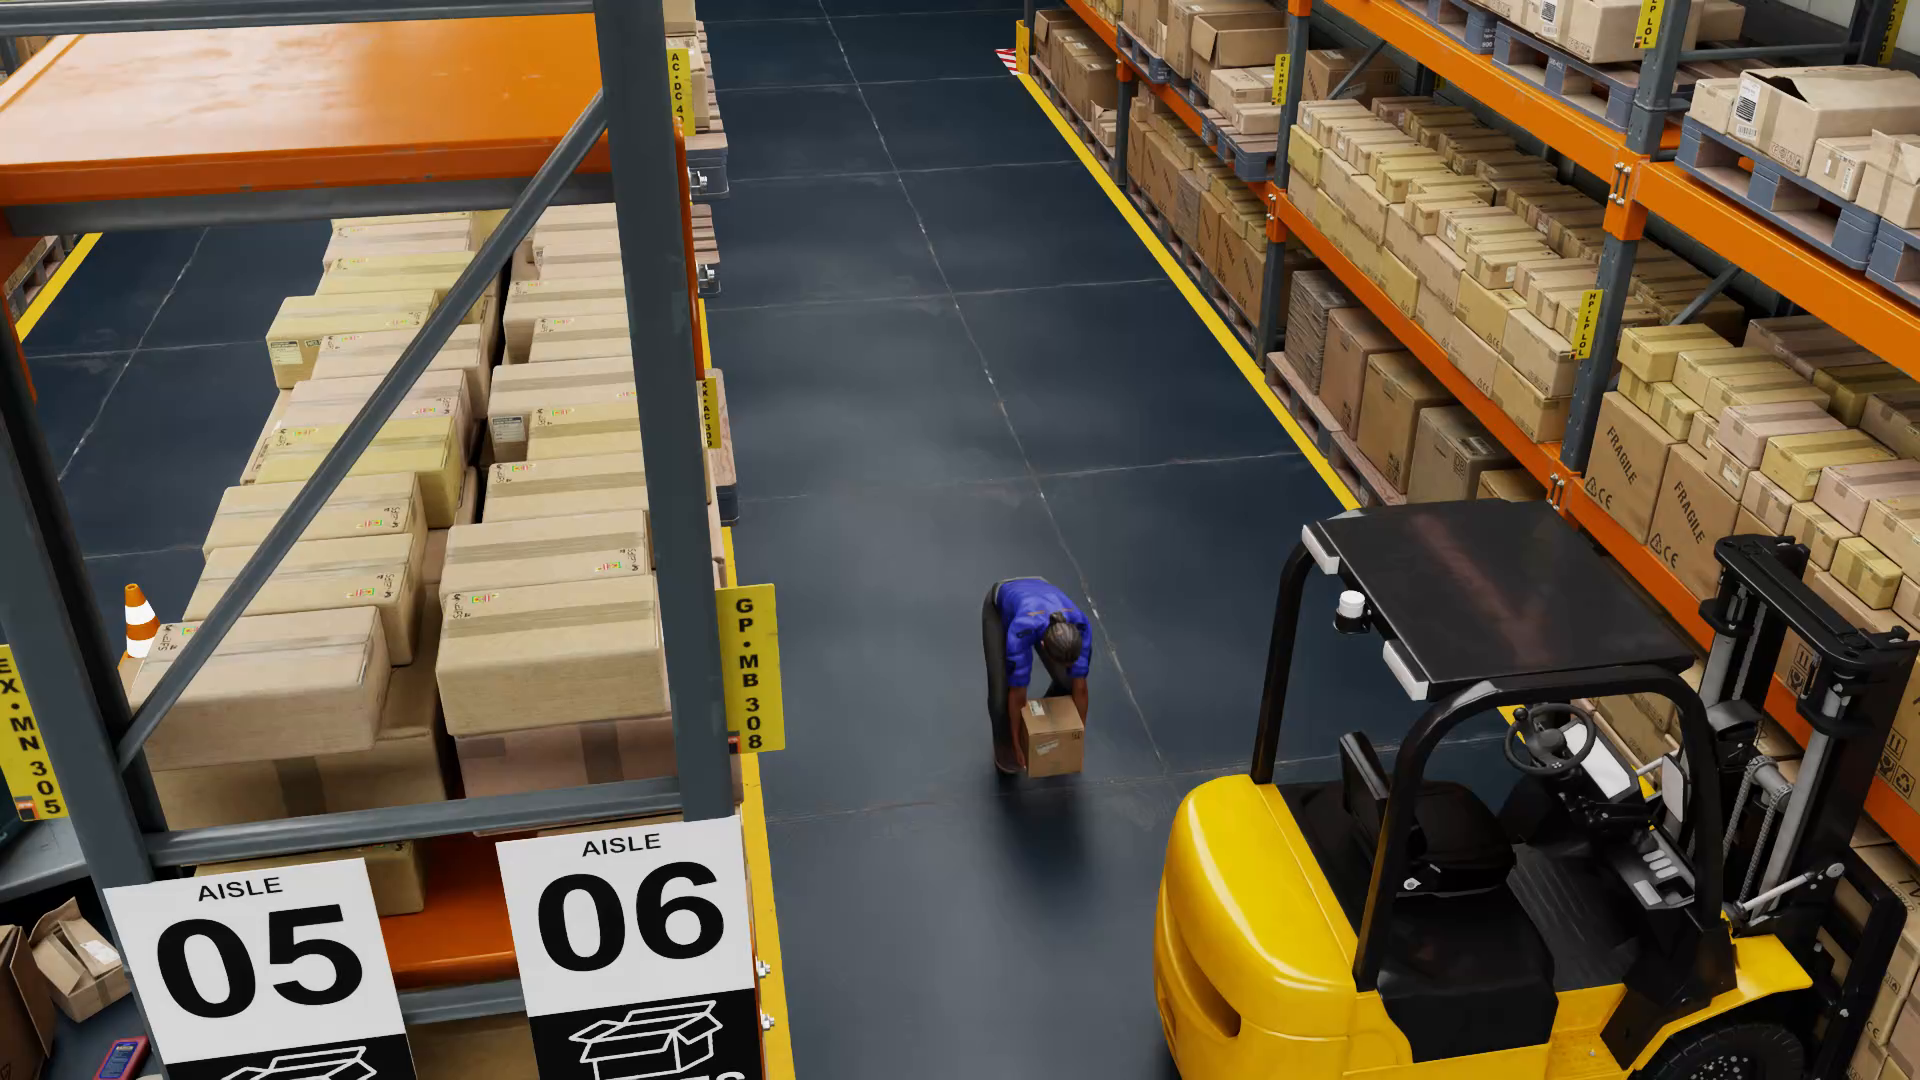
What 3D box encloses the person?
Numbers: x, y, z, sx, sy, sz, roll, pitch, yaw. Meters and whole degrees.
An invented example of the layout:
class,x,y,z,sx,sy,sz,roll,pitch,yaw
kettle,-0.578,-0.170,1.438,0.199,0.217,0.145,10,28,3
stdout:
class,x,y,z,sx,sy,sz,roll,pitch,yaw
person,0.362,0.643,7.658,0.451,1.048,0.857,-7,32,-11
